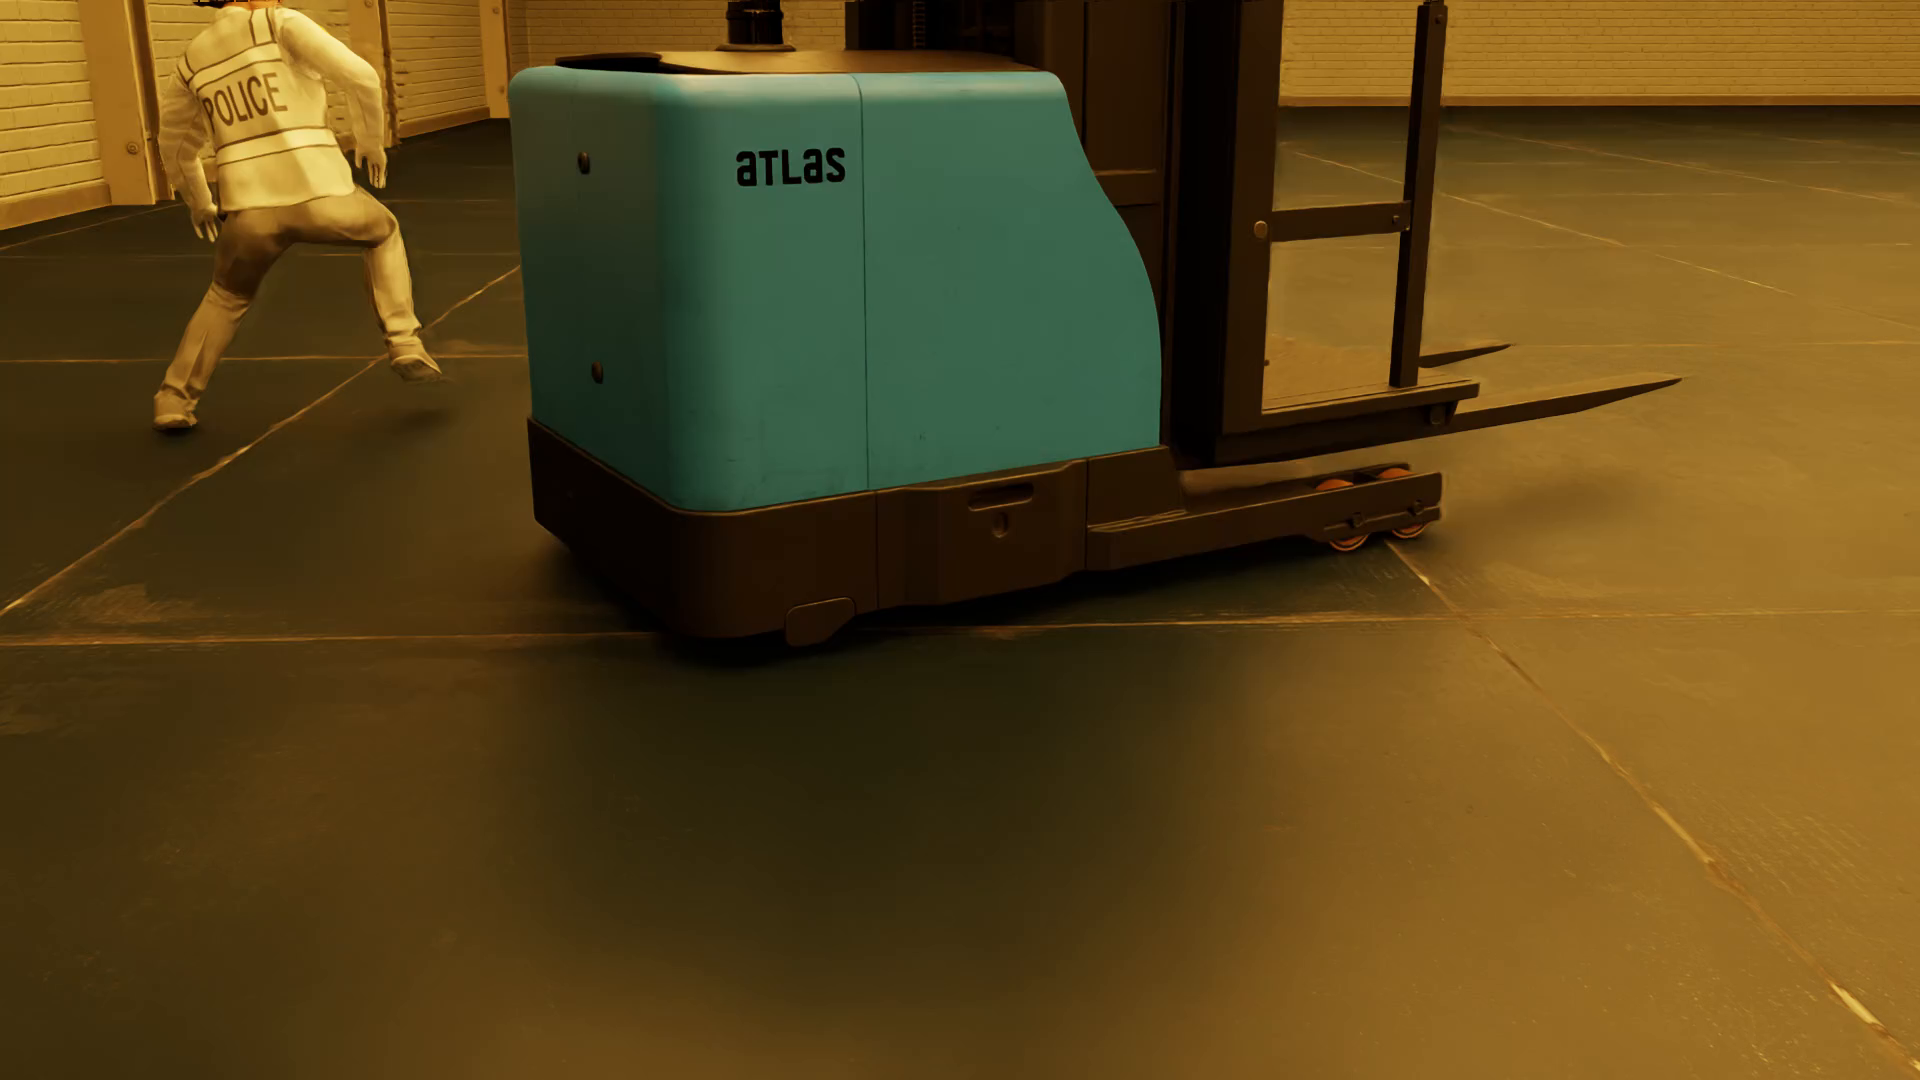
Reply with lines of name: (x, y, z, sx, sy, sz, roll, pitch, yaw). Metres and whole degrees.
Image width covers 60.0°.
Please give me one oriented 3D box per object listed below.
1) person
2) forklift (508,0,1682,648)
person: (-2.036, -1.025, 4.921, 0.839, 1.469, 0.655, -1, 17, -3)
forklift: (0.545, -1.497, 3.801, 3.031, 2.935, 1.130, -10, 20, -29)
